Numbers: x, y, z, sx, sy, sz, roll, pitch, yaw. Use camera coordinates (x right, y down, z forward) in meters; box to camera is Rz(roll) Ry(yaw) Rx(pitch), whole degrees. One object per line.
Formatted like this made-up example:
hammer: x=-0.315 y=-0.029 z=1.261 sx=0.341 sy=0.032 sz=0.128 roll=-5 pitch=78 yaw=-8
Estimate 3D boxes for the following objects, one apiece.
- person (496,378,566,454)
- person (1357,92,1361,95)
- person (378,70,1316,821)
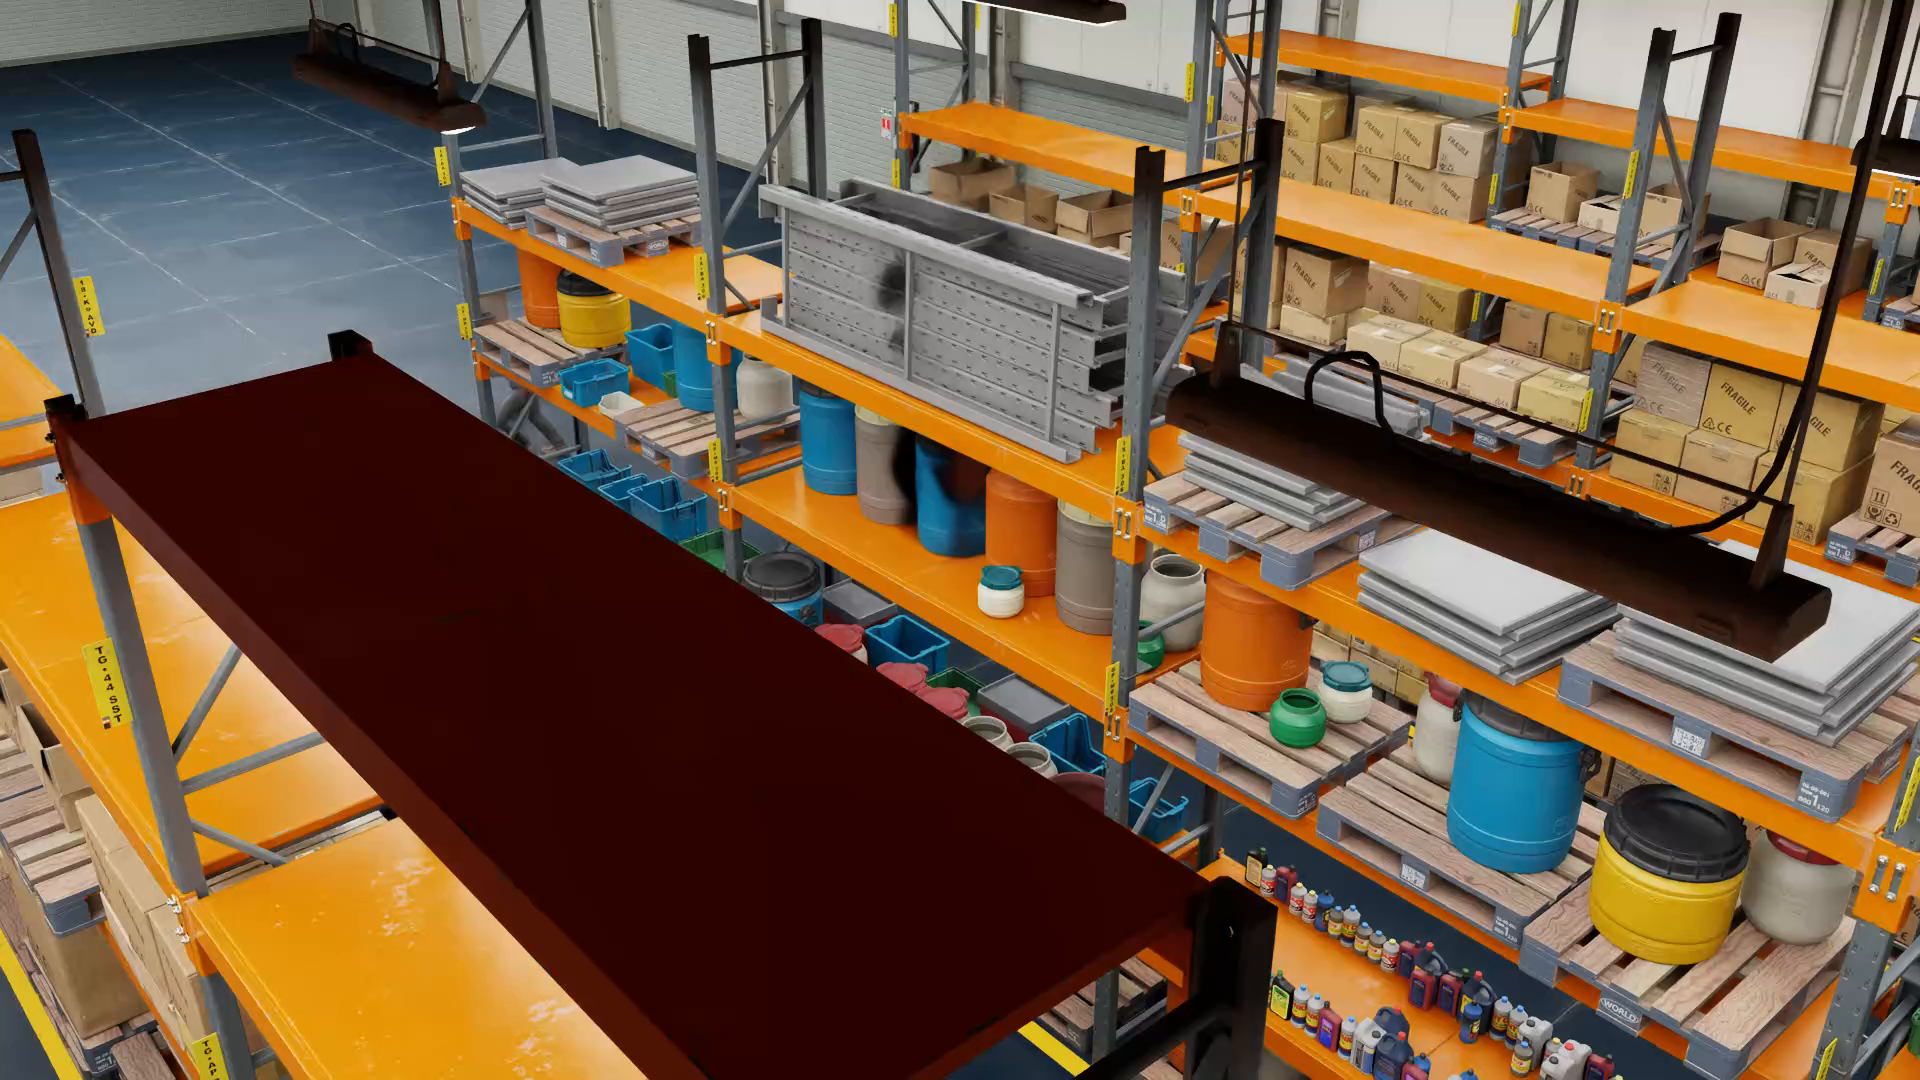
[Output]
person: x=-5.016 y=-1.662 z=19.033 sx=0.841 sy=1.625 sz=0.585 roll=-4 pitch=27 yaw=-8
person: x=-10.710 y=-1.351 z=16.127 sx=21.342 sy=3.717 sz=24.847 roll=15 pitch=31 yaw=27
person: x=0.360 y=-1.331 z=15.612 sx=14.373 sy=3.607 sz=3.278 roll=-24 pitch=36 yaw=-39
